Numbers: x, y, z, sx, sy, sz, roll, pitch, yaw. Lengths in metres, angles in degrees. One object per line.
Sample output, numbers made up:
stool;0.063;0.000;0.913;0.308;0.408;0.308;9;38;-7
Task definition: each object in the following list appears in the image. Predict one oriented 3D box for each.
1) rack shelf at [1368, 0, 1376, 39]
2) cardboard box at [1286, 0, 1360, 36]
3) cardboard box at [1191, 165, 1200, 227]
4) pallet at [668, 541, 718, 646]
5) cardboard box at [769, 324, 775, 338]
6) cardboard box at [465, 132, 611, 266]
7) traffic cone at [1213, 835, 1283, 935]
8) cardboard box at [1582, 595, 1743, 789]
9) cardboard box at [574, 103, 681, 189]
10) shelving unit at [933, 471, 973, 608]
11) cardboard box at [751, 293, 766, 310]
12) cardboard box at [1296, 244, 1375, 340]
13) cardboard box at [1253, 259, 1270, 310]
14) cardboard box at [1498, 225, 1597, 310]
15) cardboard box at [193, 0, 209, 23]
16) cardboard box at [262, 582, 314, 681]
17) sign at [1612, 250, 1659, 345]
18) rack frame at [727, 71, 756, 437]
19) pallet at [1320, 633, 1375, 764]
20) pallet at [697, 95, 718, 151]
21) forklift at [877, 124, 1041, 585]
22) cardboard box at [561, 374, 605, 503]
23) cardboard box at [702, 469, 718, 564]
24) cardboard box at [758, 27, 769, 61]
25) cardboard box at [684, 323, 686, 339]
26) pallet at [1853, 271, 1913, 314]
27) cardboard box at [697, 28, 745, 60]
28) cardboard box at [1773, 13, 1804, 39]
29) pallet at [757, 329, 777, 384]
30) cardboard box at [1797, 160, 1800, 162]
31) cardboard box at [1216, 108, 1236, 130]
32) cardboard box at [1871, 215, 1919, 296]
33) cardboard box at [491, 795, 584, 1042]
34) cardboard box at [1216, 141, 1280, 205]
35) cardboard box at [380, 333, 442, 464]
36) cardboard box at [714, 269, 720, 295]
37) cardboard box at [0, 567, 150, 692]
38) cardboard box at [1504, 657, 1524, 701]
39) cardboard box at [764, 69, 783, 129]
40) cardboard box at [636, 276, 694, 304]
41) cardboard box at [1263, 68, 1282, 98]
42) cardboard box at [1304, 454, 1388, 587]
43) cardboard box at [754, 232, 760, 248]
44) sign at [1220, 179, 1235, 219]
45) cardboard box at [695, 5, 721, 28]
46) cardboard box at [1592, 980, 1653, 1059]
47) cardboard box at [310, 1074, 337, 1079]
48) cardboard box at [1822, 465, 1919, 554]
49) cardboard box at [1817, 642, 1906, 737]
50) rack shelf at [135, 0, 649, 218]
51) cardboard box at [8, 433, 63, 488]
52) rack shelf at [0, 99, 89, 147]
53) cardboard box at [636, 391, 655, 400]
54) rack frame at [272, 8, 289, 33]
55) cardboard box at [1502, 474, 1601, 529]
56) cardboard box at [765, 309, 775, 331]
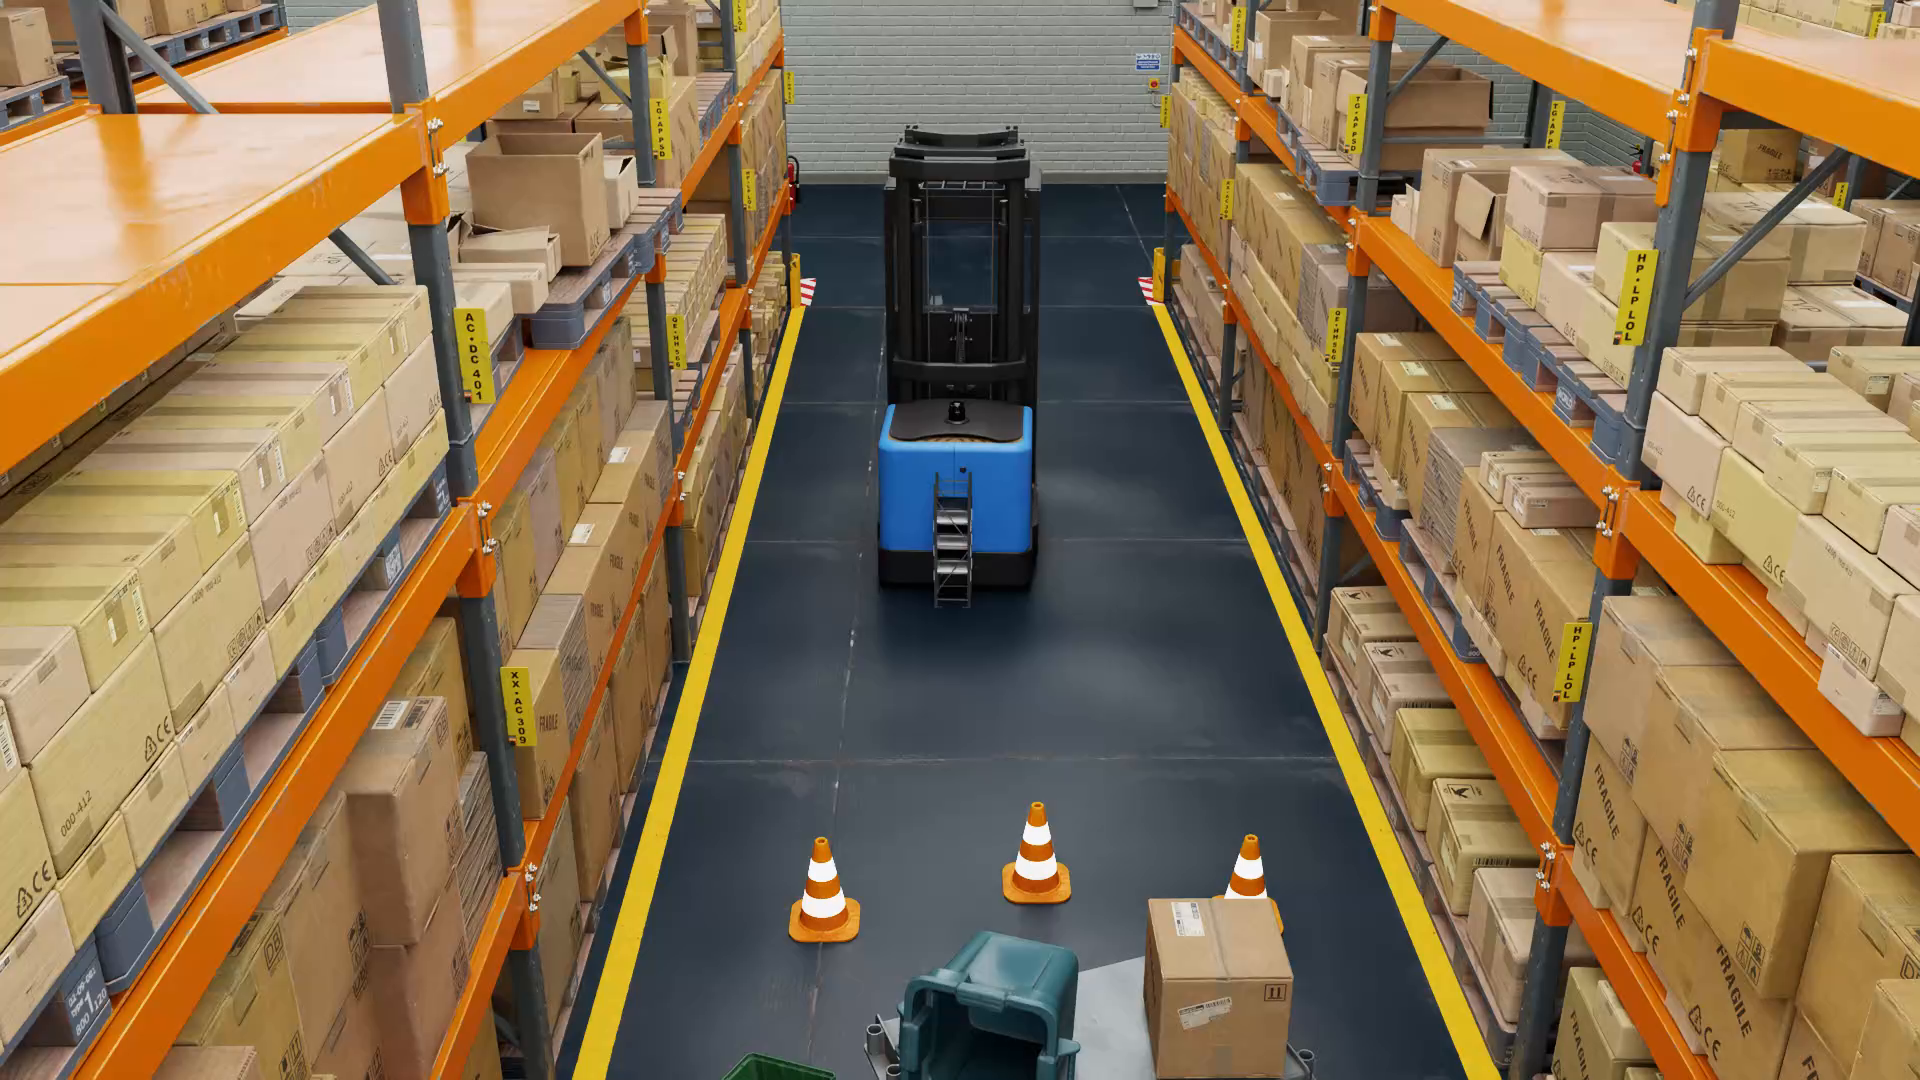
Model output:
rack shelf;2.733;-3.722;10.802;1.077;0.370;4.000;0;24;-1
cardboard box;2.915;-4.215;13.422;0.500;0.500;0.500;0;24;0
cardboard box;2.429;-3.193;15.433;0.500;0.500;0.500;1;24;1
pallet;-2.200;0.338;11.130;1.003;0.211;1.213;0;24;-1
cardboard box;-1.982;-2.050;15.975;0.380;0.149;0.250;0;24;0
cardboard box;-1.894;-1.545;7.517;0.500;0.500;0.500;0;24;-1
traffic cone;1.385;1.625;7.979;0.336;0.463;0.334;0;24;-1
cardboard box;2.587;0.519;5.650;0.700;0.500;0.500;-1;24;-1
cardboard box;-1.934;-2.260;9.728;0.500;0.500;0.500;0;24;-1
shelving unit;-0.046;0.002;11.038;0.258;0.900;0.210;1;24;2
cardboard box;-2.025;-2.209;15.606;0.380;0.149;0.250;0;24;0
cardboard box;2.474;-1.599;10.694;0.500;0.500;0.500;0;24;0
cardboard box;2.447;-1.877;12.219;0.500;0.250;0.500;0;24;0
cardboard box;2.643;-1.175;7.123;0.500;0.250;0.500;0;24;0
cardboard box;-7.243;-4.917;14.972;0.700;0.500;0.500;-2;24;-4
cardboard box;-1.810;0.222;4.037;0.380;0.149;0.250;0;24;-1
sign;2.244;-0.804;5.526;0.100;0.325;0.005;0;24;-1
rack frame;-2.237;-2.259;13.488;1.000;3.000;0.127;0;24;-1
pallet;2.762;0.918;9.848;1.003;0.211;1.213;0;24;-1
pallet;-2.322;-2.858;11.400;1.213;0.211;1.003;0;24;-1
forklift;0.028;-1.594;12.102;1.130;2.935;3.031;1;24;2
cardboard box;-2.184;-0.507;8.280;0.700;0.500;0.500;-1;24;-1
cardboard box;-1.955;-0.163;11.377;0.500;0.500;0.500;0;24;0
cardboard box;-1.981;-4.386;14.732;0.500;0.250;0.500;1;24;2
cardboard box;-2.012;-1.349;10.910;0.380;0.149;0.250;0;24;0
pallet;7.575;-1.930;12.993;1.003;0.211;1.213;0;24;-1
cardboard box;-2.002;-3.985;13.239;0.500;0.250;0.500;1;24;1
cardboard box;7.409;-4.404;14.411;0.500;0.250;0.500;0;24;1
pallet;-2.296;-1.769;15.789;1.003;0.211;1.213;0;24;-1
cardboard box;7.906;-3.661;16.410;0.500;0.250;0.500;0;24;0
cardboard box;2.443;-3.664;14.473;0.380;0.149;0.250;0;24;-1
cardboard box;7.462;-2.170;12.660;0.700;0.500;0.500;0;24;0
cardboard box;-2.247;1.616;7.141;1.050;0.750;0.750;0;24;-1
cardboard box;2.430;-3.017;13.830;0.500;0.500;0.500;0;24;-1
cardboard box;-1.888;-0.432;4.998;0.500;0.250;0.500;-1;24;-1
cardboard box;-2.031;-1.963;12.630;0.380;0.149;0.250;0;24;-1
cardboard box;-1.804;0.171;3.183;0.380;0.149;0.250;-1;24;-1
cardboard box;2.532;0.577;7.012;0.380;0.149;0.250;-1;24;-2
cardboard box;-2.027;-4.356;16.430;0.500;0.500;0.500;-1;24;-2
cardboard box;-2.021;-1.692;11.307;0.380;0.149;0.250;0;24;1
cardboard box;2.375;-3.252;11.817;0.380;0.166;0.250;-2;24;-4
cardboard box;2.831;-0.183;10.966;0.875;0.875;0.875;0;24;-1
cardboard box;-1.980;-2.695;14.756;0.380;0.149;0.250;0;24;0
sign;2.157;-2.750;13.428;0.100;0.325;0.005;0;24;-1
cardboard box;-1.998;-4.088;12.983;0.380;0.149;0.250;-1;24;-2
cardboard box;2.477;1.694;5.878;0.380;0.149;0.250;0;24;0
cardboard box;-2.111;1.789;4.357;0.875;0.550;0.500;0;24;-1
cardboard box;2.531;-0.084;4.377;0.380;0.149;0.250;-1;24;-2
cardboard box;2.483;0.383;4.312;0.380;0.149;0.250;-1;24;-2
rack shelf;-2.172;-2.010;7.016;1.077;0.370;4.000;0;24;-1
cardboard box;-2.473;-0.243;4.098;0.380;0.149;0.250;0;24;0
rack shelf;-7.176;-2.493;11.239;1.077;0.370;4.000;0;24;-1
cardboard box;-1.996;-0.873;10.219;0.380;0.149;0.250;-1;24;-1
rack frame;-7.241;-3.927;17.175;1.000;3.000;0.127;0;24;-1
cardboard box;2.547;-0.168;7.085;0.380;0.149;0.250;-1;24;-2
cardboard box;-1.949;-2.072;15.665;0.380;0.149;0.250;0;24;0
